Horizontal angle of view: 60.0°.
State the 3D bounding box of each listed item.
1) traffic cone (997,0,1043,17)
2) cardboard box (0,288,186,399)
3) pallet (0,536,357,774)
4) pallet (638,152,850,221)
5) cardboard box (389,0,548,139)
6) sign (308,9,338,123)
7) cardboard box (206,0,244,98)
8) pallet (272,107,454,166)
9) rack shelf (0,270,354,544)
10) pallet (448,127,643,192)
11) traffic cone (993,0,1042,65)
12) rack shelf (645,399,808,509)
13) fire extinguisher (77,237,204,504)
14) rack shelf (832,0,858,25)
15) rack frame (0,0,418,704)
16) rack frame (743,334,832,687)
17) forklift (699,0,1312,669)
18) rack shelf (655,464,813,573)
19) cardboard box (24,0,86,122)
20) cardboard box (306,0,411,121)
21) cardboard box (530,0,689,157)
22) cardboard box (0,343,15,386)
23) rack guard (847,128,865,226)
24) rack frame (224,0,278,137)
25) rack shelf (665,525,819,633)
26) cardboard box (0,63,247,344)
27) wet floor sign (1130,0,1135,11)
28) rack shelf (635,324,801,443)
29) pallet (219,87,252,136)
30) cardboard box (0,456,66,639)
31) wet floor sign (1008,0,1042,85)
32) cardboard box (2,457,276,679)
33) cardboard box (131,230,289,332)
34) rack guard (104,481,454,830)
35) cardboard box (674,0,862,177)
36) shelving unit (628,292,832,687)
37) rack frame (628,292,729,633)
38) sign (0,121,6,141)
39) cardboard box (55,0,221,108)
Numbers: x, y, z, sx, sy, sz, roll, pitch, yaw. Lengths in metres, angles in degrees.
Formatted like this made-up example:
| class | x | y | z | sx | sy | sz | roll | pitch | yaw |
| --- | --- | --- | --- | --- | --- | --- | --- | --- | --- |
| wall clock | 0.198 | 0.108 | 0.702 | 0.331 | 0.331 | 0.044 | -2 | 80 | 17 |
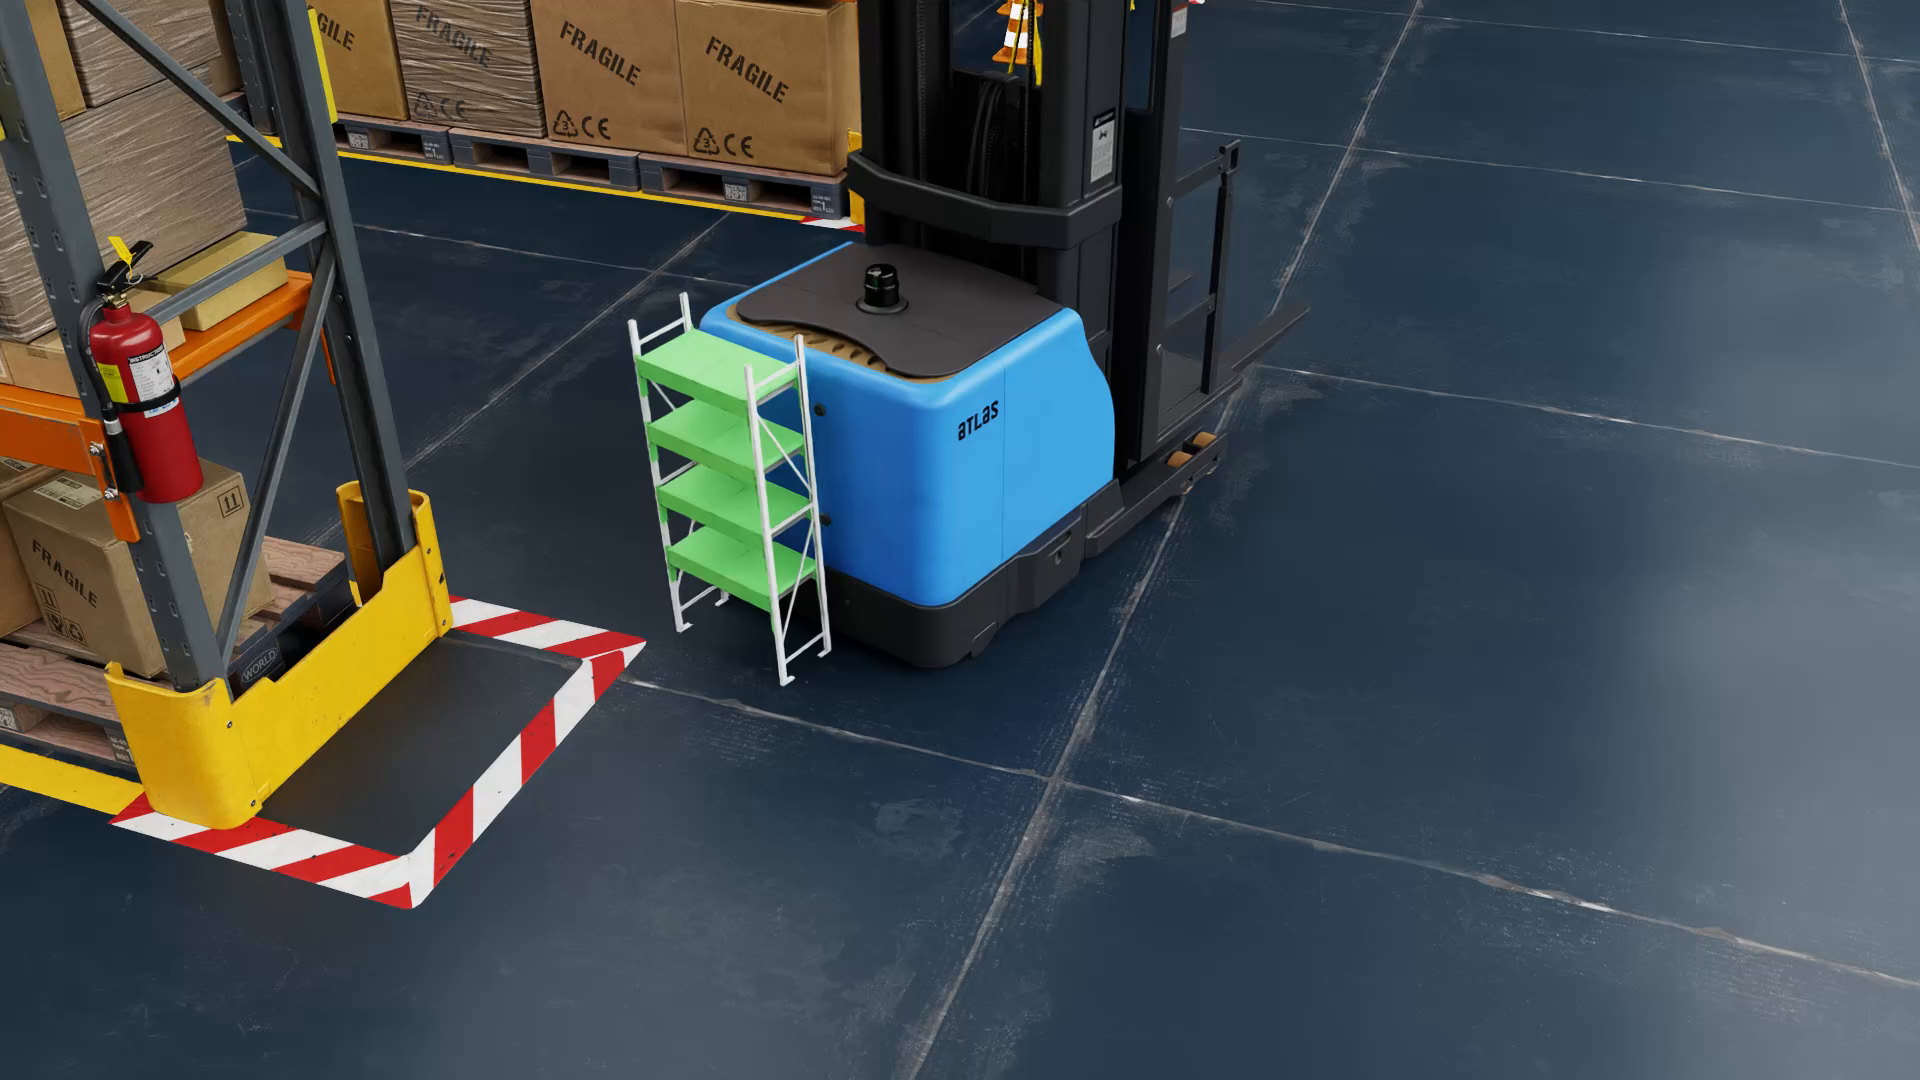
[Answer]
| class | x | y | z | sx | sy | sz | roll | pitch | yaw |
| --- | --- | --- | --- | --- | --- | --- | --- | --- | --- |
| traffic cone | 0.467 | -4.122 | 12.208 | 0.334 | 0.463 | 0.336 | 11 | 34 | 16 |
| cardboard box | -2.374 | -0.549 | 4.567 | 0.250 | 0.149 | 0.380 | 11 | 34 | 16 |
| pallet | -2.860 | 0.283 | 5.617 | 1.213 | 0.211 | 1.003 | 11 | 34 | 16 |
| pallet | -1.047 | -2.157 | 9.396 | 1.213 | 0.211 | 1.003 | 11 | 34 | 16 |
| cardboard box | -2.615 | -2.924 | 9.585 | 0.875 | 0.875 | 0.875 | 11 | 35 | 17 |
| sign | -1.853 | -1.349 | 4.775 | 0.005 | 0.325 | 0.100 | 11 | 34 | 16 |
| cardboard box | -4.648 | -3.253 | 10.210 | 0.750 | 0.750 | 1.050 | 11 | 34 | 16 |
| pallet | -3.344 | -2.603 | 10.088 | 1.213 | 0.211 | 1.003 | 11 | 34 | 16 |
| rack shelf | -3.919 | -0.772 | 5.343 | 4.000 | 0.370 | 1.077 | 11 | 34 | 16 |
| pallet | -2.191 | -2.381 | 9.743 | 1.213 | 0.211 | 1.003 | 11 | 34 | 16 |
| traffic cone | 0.413 | -3.493 | 11.234 | 0.334 | 0.463 | 0.336 | 11 | 34 | 16 |
| rack shelf | -0.730 | -0.291 | 5.260 | 0.480 | 0.148 | 0.258 | 23 | 42 | 31 |
| fire extinguisher | -2.084 | -0.419 | 4.205 | 0.183 | 0.674 | 0.296 | 11 | 34 | 16 |
| rack shelf | -2.150 | -3.286 | 9.237 | 4.000 | 0.370 | 1.077 | 11 | 34 | 16 |
| rack frame | -2.036 | -0.708 | 4.581 | 0.127 | 3.000 | 1.000 | 11 | 34 | 16 |
| rack frame | -0.533 | -0.066 | 5.234 | 0.015 | 1.200 | 0.240 | 23 | 42 | 31 |
| forklift | 0.413 | -1.553 | 5.954 | 1.130 | 2.935 | 3.031 | 22 | 39 | 30 |
| rack shelf | -0.723 | -0.094 | 5.397 | 0.480 | 0.148 | 0.258 | 23 | 42 | 31 |
| cardboard box | -2.637 | -1.269 | 4.163 | 0.500 | 0.500 | 0.500 | 11 | 34 | 16 |
| cardboard box | -3.465 | -3.087 | 9.838 | 0.875 | 0.875 | 0.875 | 12 | 35 | 17 |
| cardboard box | -1.757 | -2.756 | 9.325 | 0.875 | 0.875 | 0.875 | 10 | 34 | 16 |
| cardboard box | -2.609 | -0.595 | 4.638 | 0.250 | 0.149 | 0.380 | 11 | 34 | 16 |
| rack guard | -0.245 | -2.168 | 9.146 | 0.348 | 0.500 | 1.175 | 11 | 34 | 16 |
| rack frame | -4.033 | -3.954 | 9.609 | 0.127 | 3.000 | 1.000 | 11 | 34 | 16 |
| rack shelf | -0.717 | 0.102 | 5.534 | 0.480 | 0.148 | 0.258 | 23 | 42 | 31 |
| cardboard box | -2.544 | -0.990 | 4.651 | 0.500 | 0.500 | 0.875 | 11 | 34 | 16 |
| wet floor sign | 1.125 | -4.198 | 12.157 | 0.232 | 0.644 | 0.267 | 24 | 40 | 32 |
| rack shelf | -0.737 | -0.488 | 5.123 | 0.480 | 0.148 | 0.258 | 23 | 42 | 31 |
| pallet | -4.785 | -2.885 | 10.524 | 1.213 | 0.211 | 1.003 | 11 | 34 | 16 |
| cardboard box | -3.192 | -0.049 | 5.478 | 0.500 | 0.500 | 0.500 | 21 | 38 | 29 |
| wet floor sign | 0.428 | -3.239 | 10.671 | 0.232 | 0.644 | 0.267 | 5 | 33 | 8 |
| cardboard box | -2.618 | 0.043 | 5.335 | 0.500 | 0.500 | 0.500 | 18 | 37 | 25 |
| cardboard box | -2.224 | -0.776 | 4.919 | 0.250 | 0.149 | 0.380 | 11 | 34 | 16 |
| rack guard | -2.108 | 0.328 | 5.281 | 0.348 | 0.500 | 1.175 | 11 | 34 | 16 |
| cardboard box | -0.928 | -2.596 | 9.077 | 0.875 | 0.875 | 0.875 | 11 | 35 | 17 |
| shelving unit | -0.725 | -0.147 | 5.360 | 0.503 | 1.200 | 0.258 | 23 | 42 | 31 |
| rack frame | -0.918 | -0.228 | 5.487 | 0.015 | 1.200 | 0.240 | 23 | 42 | 31 |
| sign | -2.242 | -1.047 | 3.748 | 0.005 | 0.325 | 0.100 | 11 | 34 | 16 |
| cardboard box | -2.462 | -1.535 | 4.574 | 0.500 | 0.500 | 0.500 | 11 | 34 | 16 |
